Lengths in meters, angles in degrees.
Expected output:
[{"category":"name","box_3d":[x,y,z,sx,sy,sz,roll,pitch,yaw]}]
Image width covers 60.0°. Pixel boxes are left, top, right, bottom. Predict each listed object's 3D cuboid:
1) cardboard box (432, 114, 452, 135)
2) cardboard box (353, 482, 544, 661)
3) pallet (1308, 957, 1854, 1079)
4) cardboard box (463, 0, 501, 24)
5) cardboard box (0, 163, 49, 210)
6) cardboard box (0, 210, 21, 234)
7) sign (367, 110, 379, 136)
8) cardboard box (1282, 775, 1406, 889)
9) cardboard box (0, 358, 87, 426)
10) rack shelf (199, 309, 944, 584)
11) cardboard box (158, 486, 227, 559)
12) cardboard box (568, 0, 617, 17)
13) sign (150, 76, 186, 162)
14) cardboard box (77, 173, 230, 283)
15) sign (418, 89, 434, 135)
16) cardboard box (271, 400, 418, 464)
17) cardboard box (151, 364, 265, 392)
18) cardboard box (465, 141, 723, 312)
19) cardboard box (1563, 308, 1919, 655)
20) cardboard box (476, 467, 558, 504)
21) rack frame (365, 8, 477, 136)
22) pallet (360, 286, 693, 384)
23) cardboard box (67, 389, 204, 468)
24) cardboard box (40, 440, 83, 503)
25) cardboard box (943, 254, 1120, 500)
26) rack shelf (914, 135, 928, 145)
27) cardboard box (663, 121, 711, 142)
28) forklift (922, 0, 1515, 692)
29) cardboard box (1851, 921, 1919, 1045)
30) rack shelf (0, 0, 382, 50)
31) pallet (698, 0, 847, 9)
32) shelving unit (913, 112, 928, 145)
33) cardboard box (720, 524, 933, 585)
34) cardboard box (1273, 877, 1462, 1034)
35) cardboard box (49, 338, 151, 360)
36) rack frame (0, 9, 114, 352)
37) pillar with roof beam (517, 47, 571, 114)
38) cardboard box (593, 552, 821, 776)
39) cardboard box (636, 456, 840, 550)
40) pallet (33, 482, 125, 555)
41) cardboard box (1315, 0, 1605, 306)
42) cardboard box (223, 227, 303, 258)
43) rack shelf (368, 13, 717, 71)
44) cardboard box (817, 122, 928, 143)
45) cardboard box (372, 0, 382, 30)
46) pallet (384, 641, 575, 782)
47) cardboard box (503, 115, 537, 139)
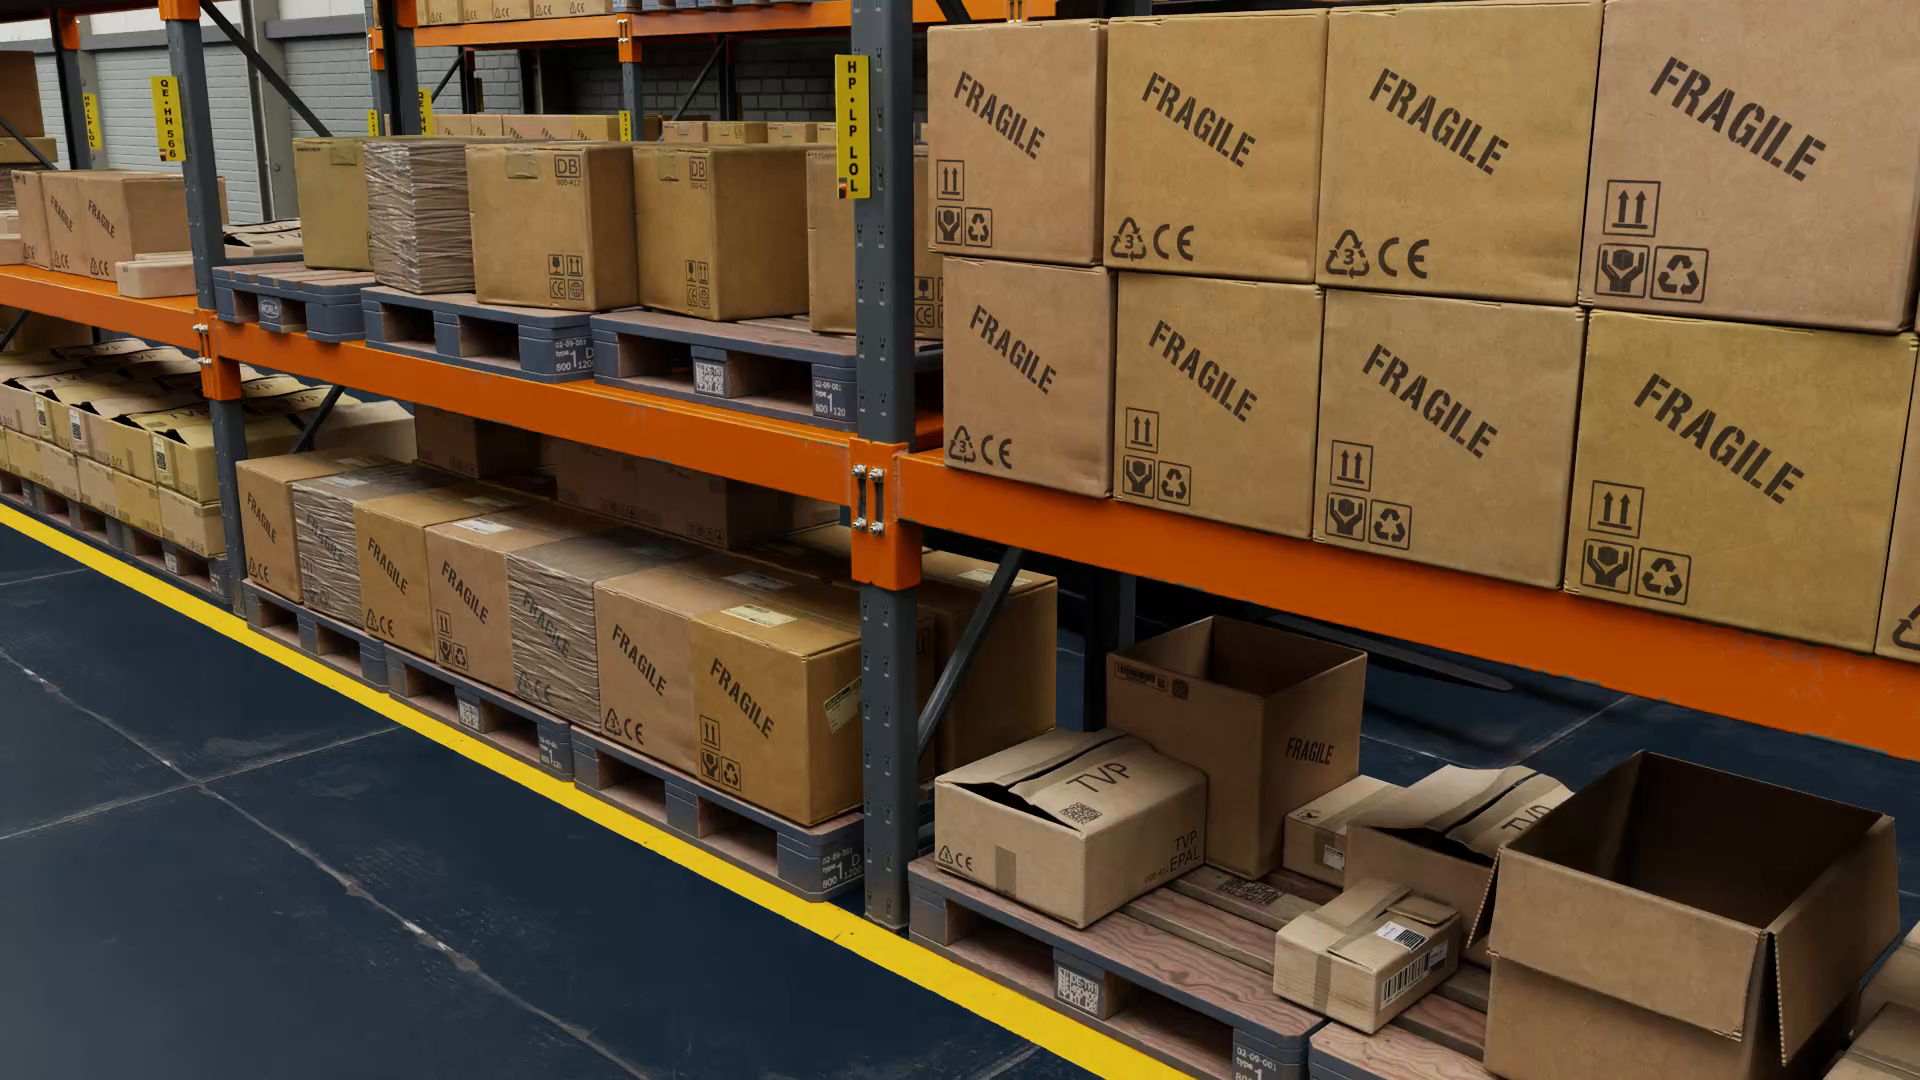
[{"category":"cardboard box","box_3d":[-4.587,-3.579,14.991,0.500,0.500,0.500,14,20,42]},{"category":"cardboard box","box_3d":[-1.880,0.102,6.178,0.500,0.500,0.500,13,20,41]},{"category":"pallet","box_3d":[1.508,1.178,3.494,1.213,0.211,1.003,14,20,42]},{"category":"cardboard box","box_3d":[-3.865,-4.631,14.069,0.500,0.500,0.500,-13,19,-41]},{"category":"cardboard box","box_3d":[-5.951,-2.031,10.079,0.500,0.500,0.700,13,19,41]},{"category":"cardboard box","box_3d":[-5.242,-1.755,9.516,0.500,0.250,0.500,-13,19,-41]},{"category":"sign","box_3d":[-5.447,-3.826,15.450,0.005,0.325,0.100,14,20,42]},{"category":"cardboard box","box_3d":[1.051,0.764,4.333,0.250,0.149,0.380,14,20,42]},{"category":"cardboard box","box_3d":[-5.146,-0.844,9.230,0.500,0.311,0.500,13,20,42]},{"category":"rack shelf","box_3d":[-1.308,-0.508,5.858,4.000,0.370,1.077,14,20,42]},{"category":"cardboard box","box_3d":[-3.295,-0.126,7.588,0.500,0.250,0.500,-14,20,-43]},{"category":"cardboard box","box_3d":[-2.728,-4.359,13.026,0.500,0.500,0.500,-14,20,-43]},{"category":"sign","box_3d":[-3.130,-1.665,6.576,0.005,0.325,0.100,14,20,42]},{"category":"cardboard box","box_3d":[-3.967,-1.545,8.214,0.500,0.500,0.500,12,19,39]},{"category":"sign","box_3d":[-2.378,-1.828,7.359,0.005,0.325,0.100,14,20,42]},{"category":"cardboard box","box_3d":[-2.921,-0.495,7.890,0.500,0.311,0.500,-14,20,-42]},{"category":"cardboard box","box_3d":[-4.041,-0.765,8.926,0.500,0.311,0.500,13,20,42]},{"category":"cardboard box","box_3d":[-1.183,-1.055,5.502,0.500,0.500,0.700,8,17,28]},{"category":"cardboard box","box_3d":[1.406,-0.150,2.860,0.500,0.500,0.500,13,20,41]},{"category":"cardboard box","box_3d":[-1.539,0.003,6.558,0.500,0.500,0.500,13,19,40]},{"category":"rack frame","box_3d":[-5.071,-3.506,15.938,0.127,3.000,1.000,14,20,42]},{"category":"pallet","box_3d":[-1.344,-0.773,5.832,1.213,0.211,1.003,14,20,42]},{"category":"cardboard box","box_3d":[-4.035,-0.575,8.200,0.500,0.311,0.500,13,20,42]},{"category":"cardboard box","box_3d":[-4.401,-0.394,8.615,0.500,0.250,0.500,-14,20,-43]},{"category":"cardboard box","box_3d":[0.310,-0.416,3.880,0.500,0.500,0.500,-14,20,-43]},{"category":"rack shelf","box_3d":[0.089,-1.668,7.948,0.431,0.518,0.480,-12,19,-38]},{"category":"cardboard box","box_3d":[-1.849,-2.972,12.817,0.500,0.500,0.700,14,20,42]},{"category":"forklift","box_3d":[1.142,-1.044,6.625,1.130,2.935,3.031,-12,19,-38]},{"category":"cardboard box","box_3d":[2.097,0.990,3.263,0.500,0.250,0.500,14,20,42]},{"category":"rack shelf","box_3d":[-4.187,-2.659,8.167,4.000,0.370,1.077,14,20,42]},{"category":"pallet","box_3d":[-1.072,-3.858,11.713,1.003,0.211,1.213,14,20,42]},{"category":"shelving unit","box_3d":[0.089,-1.004,8.121,0.431,2.100,0.503,-12,19,-38]},{"category":"cardboard box","box_3d":[-0.439,0.271,5.529,0.500,0.500,0.500,14,20,43]},{"category":"cardboard box","box_3d":[0.914,0.915,3.719,0.250,0.166,0.380,14,20,42]},{"category":"cardboard box","box_3d":[-5.136,-1.031,9.948,0.500,0.311,0.500,14,20,42]},{"category":"rack frame","box_3d":[-5.627,-1.906,9.798,0.127,3.000,1.000,14,20,42]},{"category":"pillar with roof beam","box_3d":[-6.955,-5.662,12.315,0.400,9.000,9.100,14,20,42]},{"category":"cardboard box","box_3d":[-0.772,0.369,5.154,0.500,0.500,0.500,14,20,42]},{"category":"cardboard box","box_3d":[-0.767,-0.176,5.756,0.500,0.250,0.500,14,20,42]},{"category":"pallet","box_3d":[-4.187,-0.221,8.862,1.213,0.211,1.003,14,20,42]},{"category":"cardboard box","box_3d":[1.017,-0.724,3.081,0.500,0.500,0.500,13,19,41]},{"category":"cardboard box","box_3d":[-2.979,-1.234,7.397,0.500,0.311,0.500,-13,19,-41]},{"category":"rack shelf","box_3d":[-3.631,-4.259,14.307,4.000,0.370,1.077,14,20,42]},{"category":"cardboard box","box_3d":[-0.569,-2.661,11.626,0.500,0.500,0.700,14,20,42]},{"category":"cardboard box","box_3d":[-5.004,-4.911,15.146,0.500,0.500,0.500,-14,20,-43]},{"category":"pallet","box_3d":[-1.362,0.495,6.115,1.213,0.211,1.003,14,20,42]},{"category":"cardboard box","box_3d":[-3.465,-3.309,13.952,0.500,0.500,0.500,13,19,41]}]
